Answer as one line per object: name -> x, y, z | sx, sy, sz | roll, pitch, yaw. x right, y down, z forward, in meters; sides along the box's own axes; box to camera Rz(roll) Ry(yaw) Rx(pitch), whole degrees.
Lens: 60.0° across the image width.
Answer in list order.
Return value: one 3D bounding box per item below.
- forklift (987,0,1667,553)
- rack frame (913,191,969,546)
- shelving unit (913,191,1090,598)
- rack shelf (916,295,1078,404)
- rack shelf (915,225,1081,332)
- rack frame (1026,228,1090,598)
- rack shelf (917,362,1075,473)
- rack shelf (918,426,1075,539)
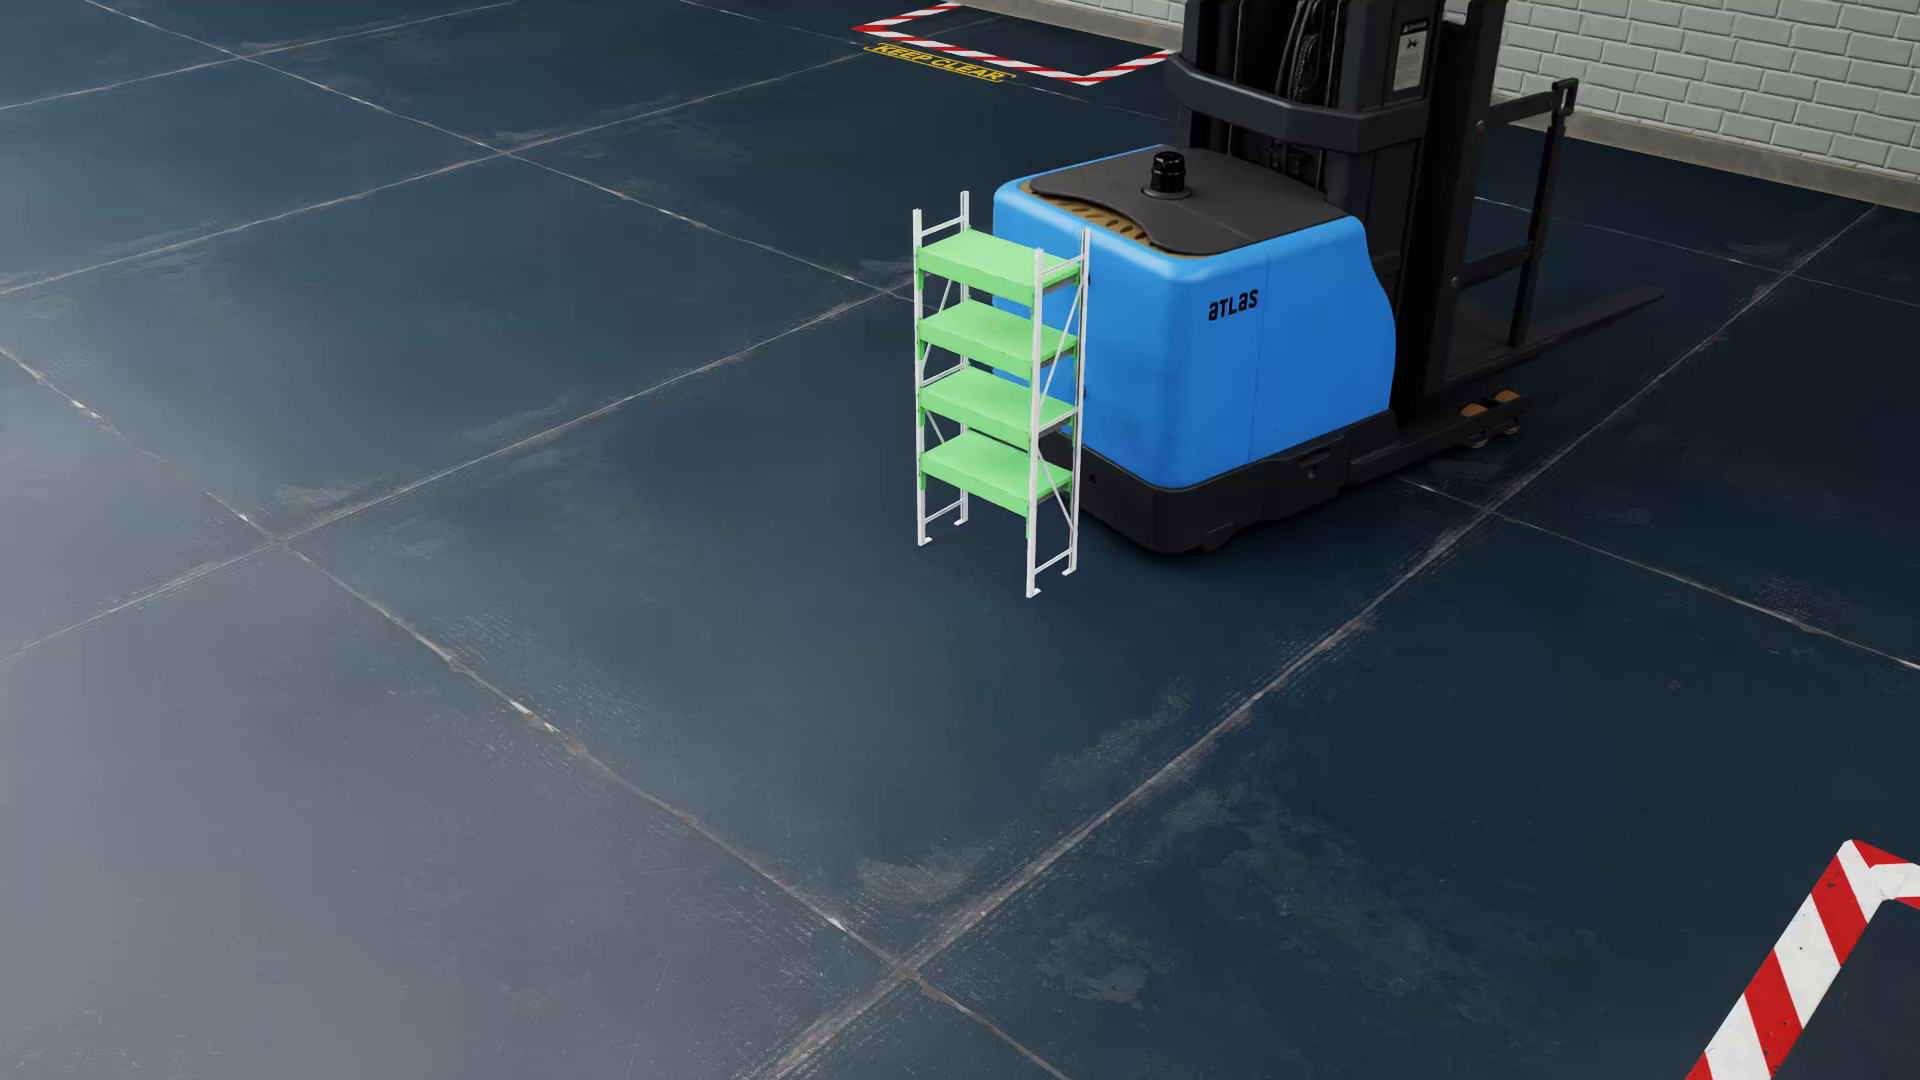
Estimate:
forklift -> 1.591, -1.805, 5.906 | 3.031, 2.935, 1.130 | -21, 37, -30
rack frame -> -0.058, -0.541, 5.486 | 0.015, 1.200, 0.240 | 25, 39, 35
shelving unit -> 0.123, -0.457, 5.345 | 0.503, 1.200, 0.258 | 25, 39, 35
rack shelf -> 0.123, -0.608, 5.255 | 0.480, 0.148, 0.258 | 25, 39, 35
rack shelf -> 0.123, -0.813, 5.131 | 0.480, 0.148, 0.258 | 25, 39, 35
rack frame -> 0.304, -0.372, 5.205 | 0.015, 1.200, 0.240 | 25, 39, 35
rack shelf -> 0.123, -0.402, 5.378 | 0.480, 0.148, 0.258 | 25, 39, 35
rack shelf -> 0.123, -0.196, 5.502 | 0.480, 0.148, 0.258 | 25, 39, 35
